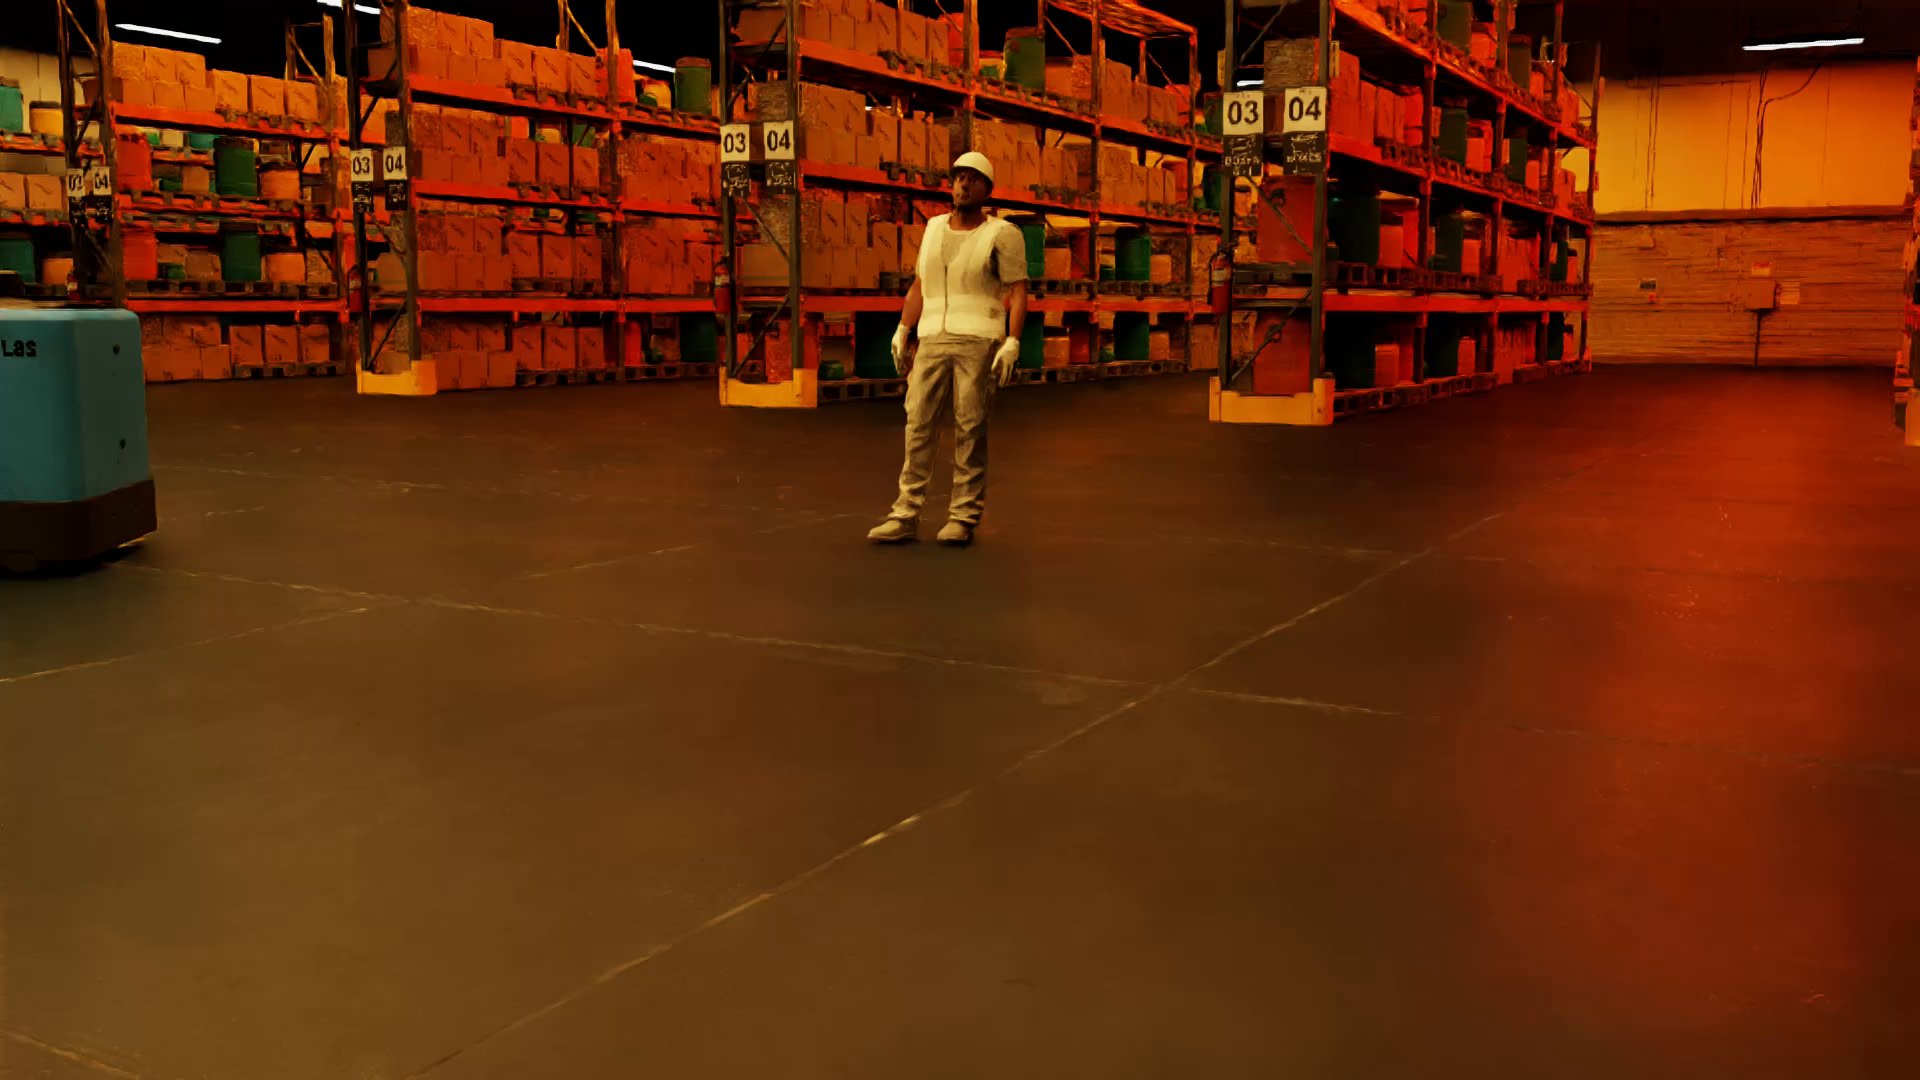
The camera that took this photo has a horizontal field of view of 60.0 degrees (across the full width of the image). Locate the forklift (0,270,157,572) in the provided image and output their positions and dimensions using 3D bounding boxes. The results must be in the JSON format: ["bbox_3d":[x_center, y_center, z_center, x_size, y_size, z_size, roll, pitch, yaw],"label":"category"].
[{"bbox_3d":[-5.105,-1.335,6.767,3.031,2.935,1.130,-1,8,-10],"label":"forklift"}]

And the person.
[{"bbox_3d":[-0.042,-0.882,7.632,0.655,1.782,0.576,4,9,29],"label":"person"}]
